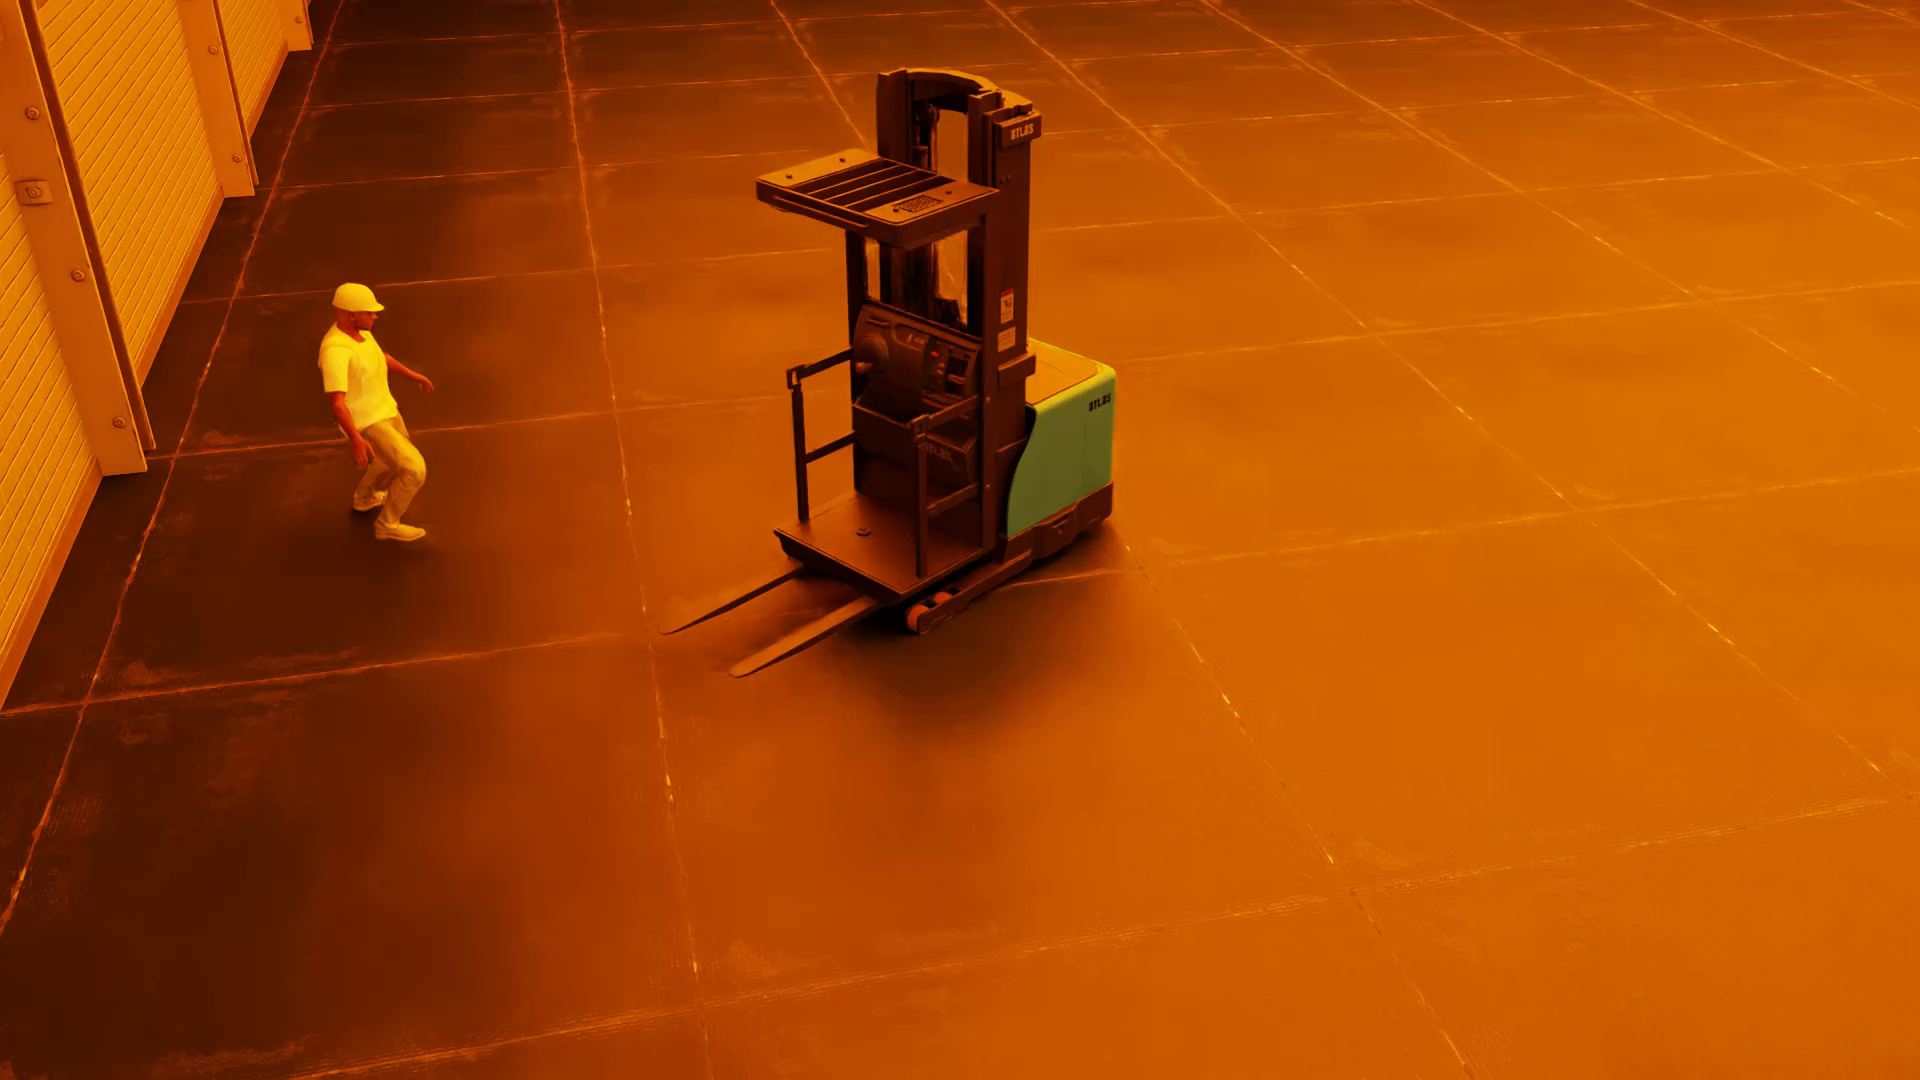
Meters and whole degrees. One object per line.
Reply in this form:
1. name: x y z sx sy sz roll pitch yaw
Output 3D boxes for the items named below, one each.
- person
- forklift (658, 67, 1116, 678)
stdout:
1. person: -3.607 -0.804 10.284 0.668 1.638 1.016 -1 30 -2
2. forklift: -0.398 -1.016 9.329 1.130 2.935 3.031 25 38 36
